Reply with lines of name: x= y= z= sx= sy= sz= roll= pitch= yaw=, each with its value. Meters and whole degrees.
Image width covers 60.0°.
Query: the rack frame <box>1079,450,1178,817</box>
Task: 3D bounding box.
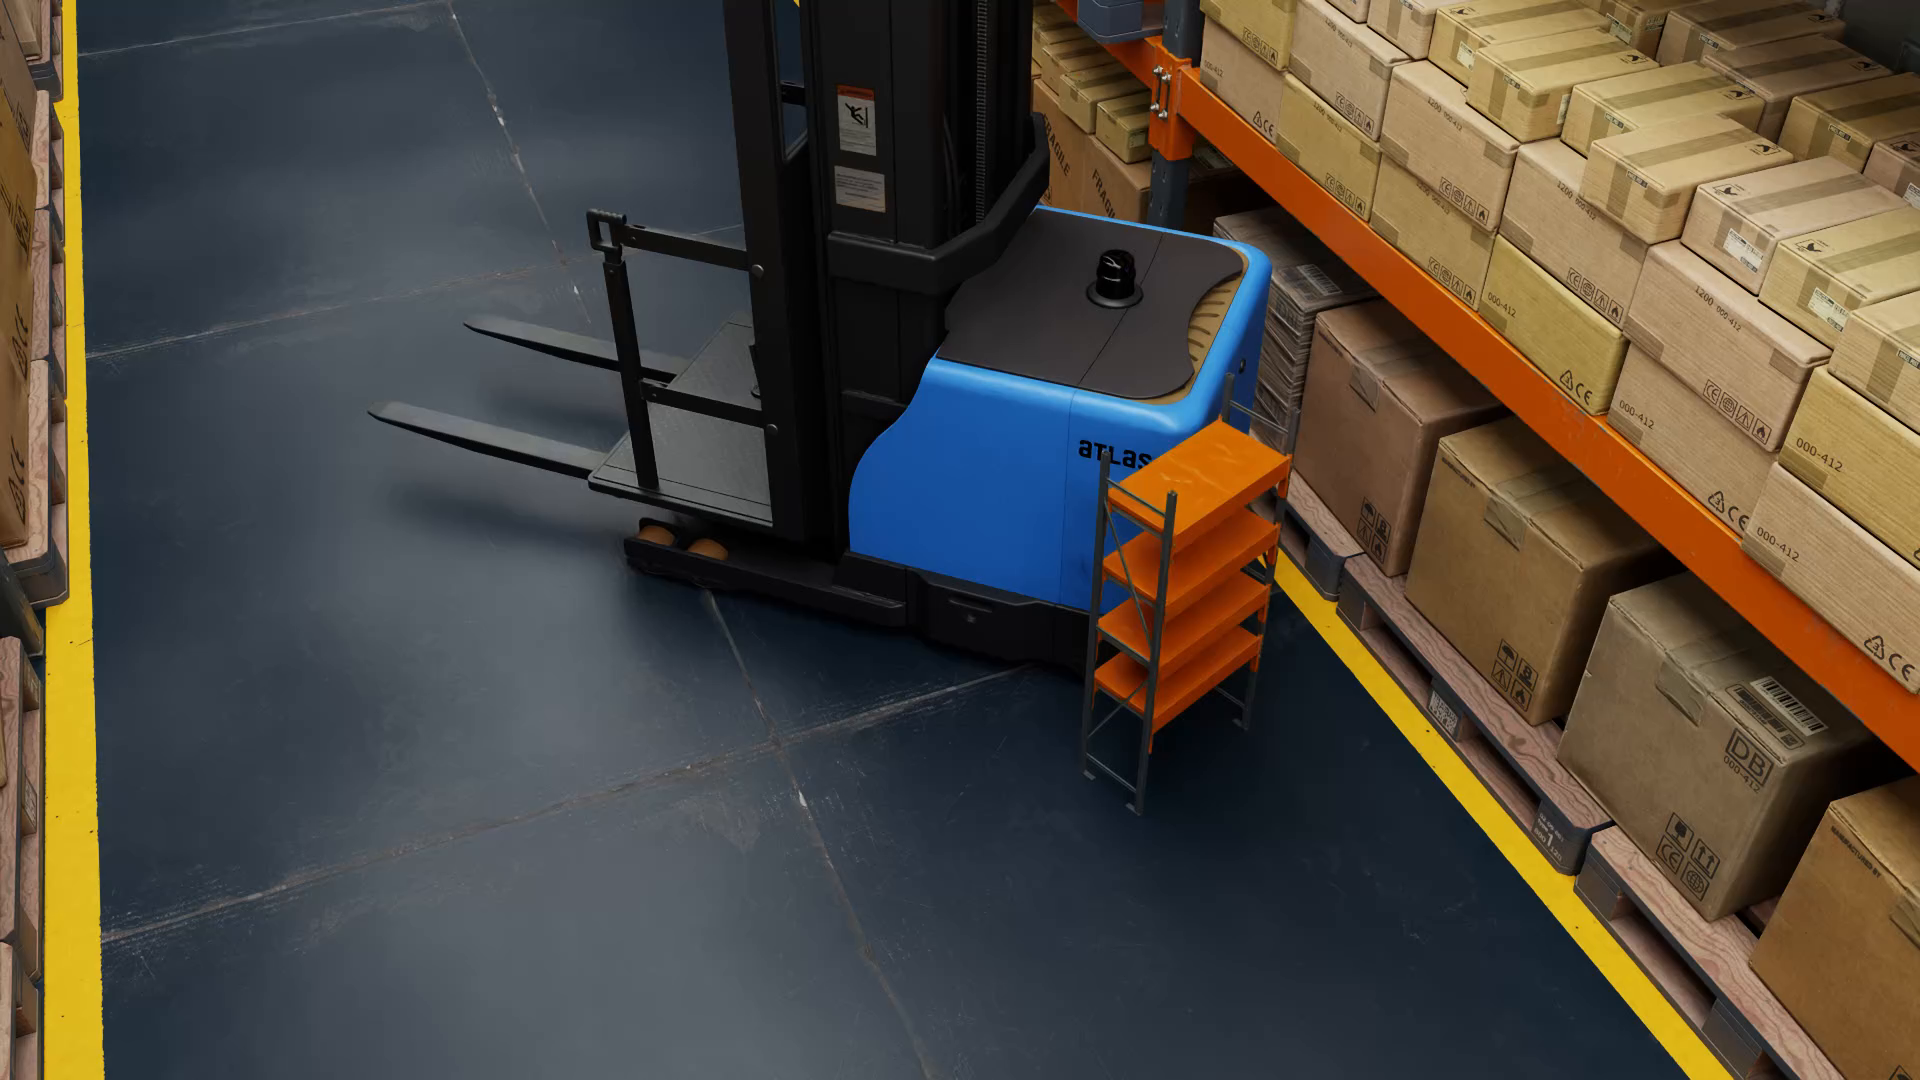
rack frame: x=0.441 y=0.287 z=4.496 sx=0.015 sy=1.200 sz=0.240 roll=-32 pitch=50 yaw=-32

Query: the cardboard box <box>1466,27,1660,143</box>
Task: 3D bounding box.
cardboard box: x=1.526 y=-1.159 z=4.223 sx=0.380 sy=0.149 sz=0.250 roll=-14 pitch=43 yaw=-16

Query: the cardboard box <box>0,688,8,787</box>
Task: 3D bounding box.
cardboard box: x=-3.205 y=0.505 z=4.555 sx=0.950 sy=0.372 sz=0.625 roll=-18 pitch=44 yaw=-20

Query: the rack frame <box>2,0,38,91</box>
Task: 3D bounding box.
rack frame: x=-4.942 y=-3.085 z=7.036 sx=1.000 sy=3.000 sz=0.127 roll=-15 pitch=43 yaw=-17

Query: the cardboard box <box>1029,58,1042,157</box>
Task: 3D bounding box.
cardboard box: x=0.428 y=-1.947 z=7.308 sx=0.500 sy=0.500 sz=0.500 roll=-13 pitch=42 yaw=-15

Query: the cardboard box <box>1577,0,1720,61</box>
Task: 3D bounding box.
cardboard box: x=1.917 y=-1.446 z=4.556 sx=0.380 sy=0.149 sz=0.250 roll=-15 pitch=43 yaw=-17

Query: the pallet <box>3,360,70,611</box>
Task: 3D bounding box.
pallet: x=-3.644 y=-0.111 z=5.718 sx=1.003 sy=0.211 sz=1.213 roll=-15 pitch=43 yaw=-17

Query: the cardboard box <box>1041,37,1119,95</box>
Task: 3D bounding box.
cardboard box: x=0.557 y=-1.934 z=6.796 sx=0.380 sy=0.149 sz=0.250 roll=-16 pitch=43 yaw=-18

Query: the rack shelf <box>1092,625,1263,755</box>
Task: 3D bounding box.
rack shelf: x=0.618 y=0.379 z=4.797 sx=0.480 sy=0.148 sz=0.258 roll=-32 pitch=50 yaw=-32

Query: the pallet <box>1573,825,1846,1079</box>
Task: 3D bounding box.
pallet: x=2.386 y=1.117 z=4.289 sx=1.003 sy=0.211 sz=1.213 roll=-15 pitch=43 yaw=-17

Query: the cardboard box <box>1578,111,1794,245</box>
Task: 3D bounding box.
cardboard box: x=1.678 y=-0.843 z=3.855 sx=0.380 sy=0.149 sz=0.250 roll=-16 pitch=43 yaw=-18

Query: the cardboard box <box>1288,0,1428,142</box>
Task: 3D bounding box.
cardboard box: x=1.308 y=-1.418 z=4.830 sx=0.500 sy=0.250 sz=0.500 roll=-14 pitch=43 yaw=-16

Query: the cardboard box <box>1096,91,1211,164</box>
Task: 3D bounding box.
cardboard box: x=0.750 y=-1.607 z=6.416 sx=0.380 sy=0.149 sz=0.250 roll=-17 pitch=44 yaw=-19

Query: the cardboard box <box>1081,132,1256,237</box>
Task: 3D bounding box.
cardboard box: x=0.813 y=-1.328 z=6.589 sx=0.500 sy=0.500 sz=0.500 roll=-14 pitch=43 yaw=-16

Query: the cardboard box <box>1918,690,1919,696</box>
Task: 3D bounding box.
cardboard box: x=2.269 y=0.313 z=3.201 sx=0.500 sy=0.250 sz=0.500 roll=-14 pitch=43 yaw=-16

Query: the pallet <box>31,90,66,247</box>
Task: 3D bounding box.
pallet: x=-4.577 y=-1.581 z=7.427 sx=1.003 sy=0.211 sz=1.213 roll=-15 pitch=43 yaw=-17

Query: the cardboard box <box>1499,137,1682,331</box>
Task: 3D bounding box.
cardboard box: x=1.710 y=-0.797 z=4.108 sx=0.500 sy=0.250 sz=0.500 roll=-15 pitch=43 yaw=-16

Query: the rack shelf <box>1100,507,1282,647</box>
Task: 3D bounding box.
rack shelf: x=0.618 y=0.059 z=4.521 sx=0.480 sy=0.148 sz=0.258 roll=-32 pitch=50 yaw=-32

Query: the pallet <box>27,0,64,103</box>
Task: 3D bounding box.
pallet: x=-5.161 y=-2.505 z=8.501 sx=1.003 sy=0.211 sz=1.213 roll=-15 pitch=43 yaw=-17

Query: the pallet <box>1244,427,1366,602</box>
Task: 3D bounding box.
pallet: x=1.452 y=-0.353 z=5.998 sx=1.003 sy=0.211 sz=1.213 roll=-15 pitch=43 yaw=-17

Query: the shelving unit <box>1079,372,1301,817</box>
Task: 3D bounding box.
shelving unit: x=0.618 y=0.178 z=4.623 sx=0.503 sy=1.200 sz=0.258 roll=-32 pitch=50 yaw=-32

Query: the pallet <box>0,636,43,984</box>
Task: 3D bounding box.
pallet: x=-3.114 y=0.853 z=4.596 sx=1.003 sy=0.211 sz=1.213 roll=-15 pitch=43 yaw=-17

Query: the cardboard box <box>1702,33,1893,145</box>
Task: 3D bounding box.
cardboard box: x=2.090 y=-1.134 z=4.194 sx=0.380 sy=0.149 sz=0.250 roll=-14 pitch=43 yaw=-16

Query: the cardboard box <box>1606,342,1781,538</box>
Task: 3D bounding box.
cardboard box: x=1.910 y=-0.296 z=3.908 sx=0.500 sy=0.250 sz=0.500 roll=-15 pitch=43 yaw=-17

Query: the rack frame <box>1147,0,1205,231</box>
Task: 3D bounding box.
rack frame: x=1.173 y=-1.916 z=5.677 sx=1.000 sy=3.000 sz=0.127 roll=-15 pitch=43 yaw=-17

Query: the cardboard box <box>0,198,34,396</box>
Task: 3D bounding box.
cardboard box: x=-3.936 y=-1.004 z=5.924 sx=0.875 sy=0.875 sz=0.875 roll=-15 pitch=43 yaw=-16

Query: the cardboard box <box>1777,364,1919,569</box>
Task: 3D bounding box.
cardboard box: x=2.076 y=-0.179 z=3.389 sx=0.500 sy=0.250 sz=0.500 roll=-16 pitch=43 yaw=-18

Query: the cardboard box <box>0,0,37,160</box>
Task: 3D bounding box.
cardboard box: x=-4.631 y=-2.085 z=7.181 sx=0.875 sy=0.875 sz=0.875 roll=-14 pitch=43 yaw=-16

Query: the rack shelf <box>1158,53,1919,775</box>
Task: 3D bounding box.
rack shelf: x=1.938 y=-0.438 z=4.510 sx=1.077 sy=0.370 sz=4.000 roll=-15 pitch=43 yaw=-17

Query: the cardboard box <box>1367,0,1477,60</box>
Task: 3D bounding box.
cardboard box: x=1.360 y=-1.471 z=4.585 sx=0.380 sy=0.149 sz=0.250 roll=-15 pitch=43 yaw=-16

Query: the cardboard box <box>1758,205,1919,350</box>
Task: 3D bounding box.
cardboard box: x=1.942 y=-0.550 z=3.515 sx=0.380 sy=0.149 sz=0.250 roll=-16 pitch=43 yaw=-18

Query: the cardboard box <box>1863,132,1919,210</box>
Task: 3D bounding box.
cardboard box: x=2.328 y=-0.836 z=3.848 sx=0.380 sy=0.149 sz=0.250 roll=-15 pitch=43 yaw=-17

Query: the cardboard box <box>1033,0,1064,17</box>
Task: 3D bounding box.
cardboard box: x=0.402 y=-2.254 z=7.168 sx=0.380 sy=0.149 sz=0.250 roll=-16 pitch=43 yaw=-17

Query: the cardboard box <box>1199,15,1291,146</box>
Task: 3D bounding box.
cardboard box: x=1.117 y=-1.530 z=5.344 sx=0.500 sy=0.250 sz=0.500 roll=-15 pitch=43 yaw=-17

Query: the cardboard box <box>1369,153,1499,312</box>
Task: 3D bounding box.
cardboard box: x=1.508 y=-0.918 z=4.632 sx=0.500 sy=0.250 sz=0.500 roll=-16 pitch=43 yaw=-18

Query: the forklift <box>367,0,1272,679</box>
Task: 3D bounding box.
forklift: x=-0.588 y=-1.256 z=4.963 sx=3.031 sy=2.935 sz=1.130 roll=14 pitch=43 yaw=16

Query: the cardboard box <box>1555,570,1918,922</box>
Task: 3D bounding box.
cardboard box: x=2.204 y=0.454 z=4.420 sx=0.875 sy=0.625 sz=0.625 roll=-16 pitch=43 yaw=-17

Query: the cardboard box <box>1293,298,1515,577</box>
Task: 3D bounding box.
cardboard box: x=1.656 y=-0.404 z=5.418 sx=0.875 sy=0.625 sz=0.625 roll=-14 pitch=43 yaw=-15
